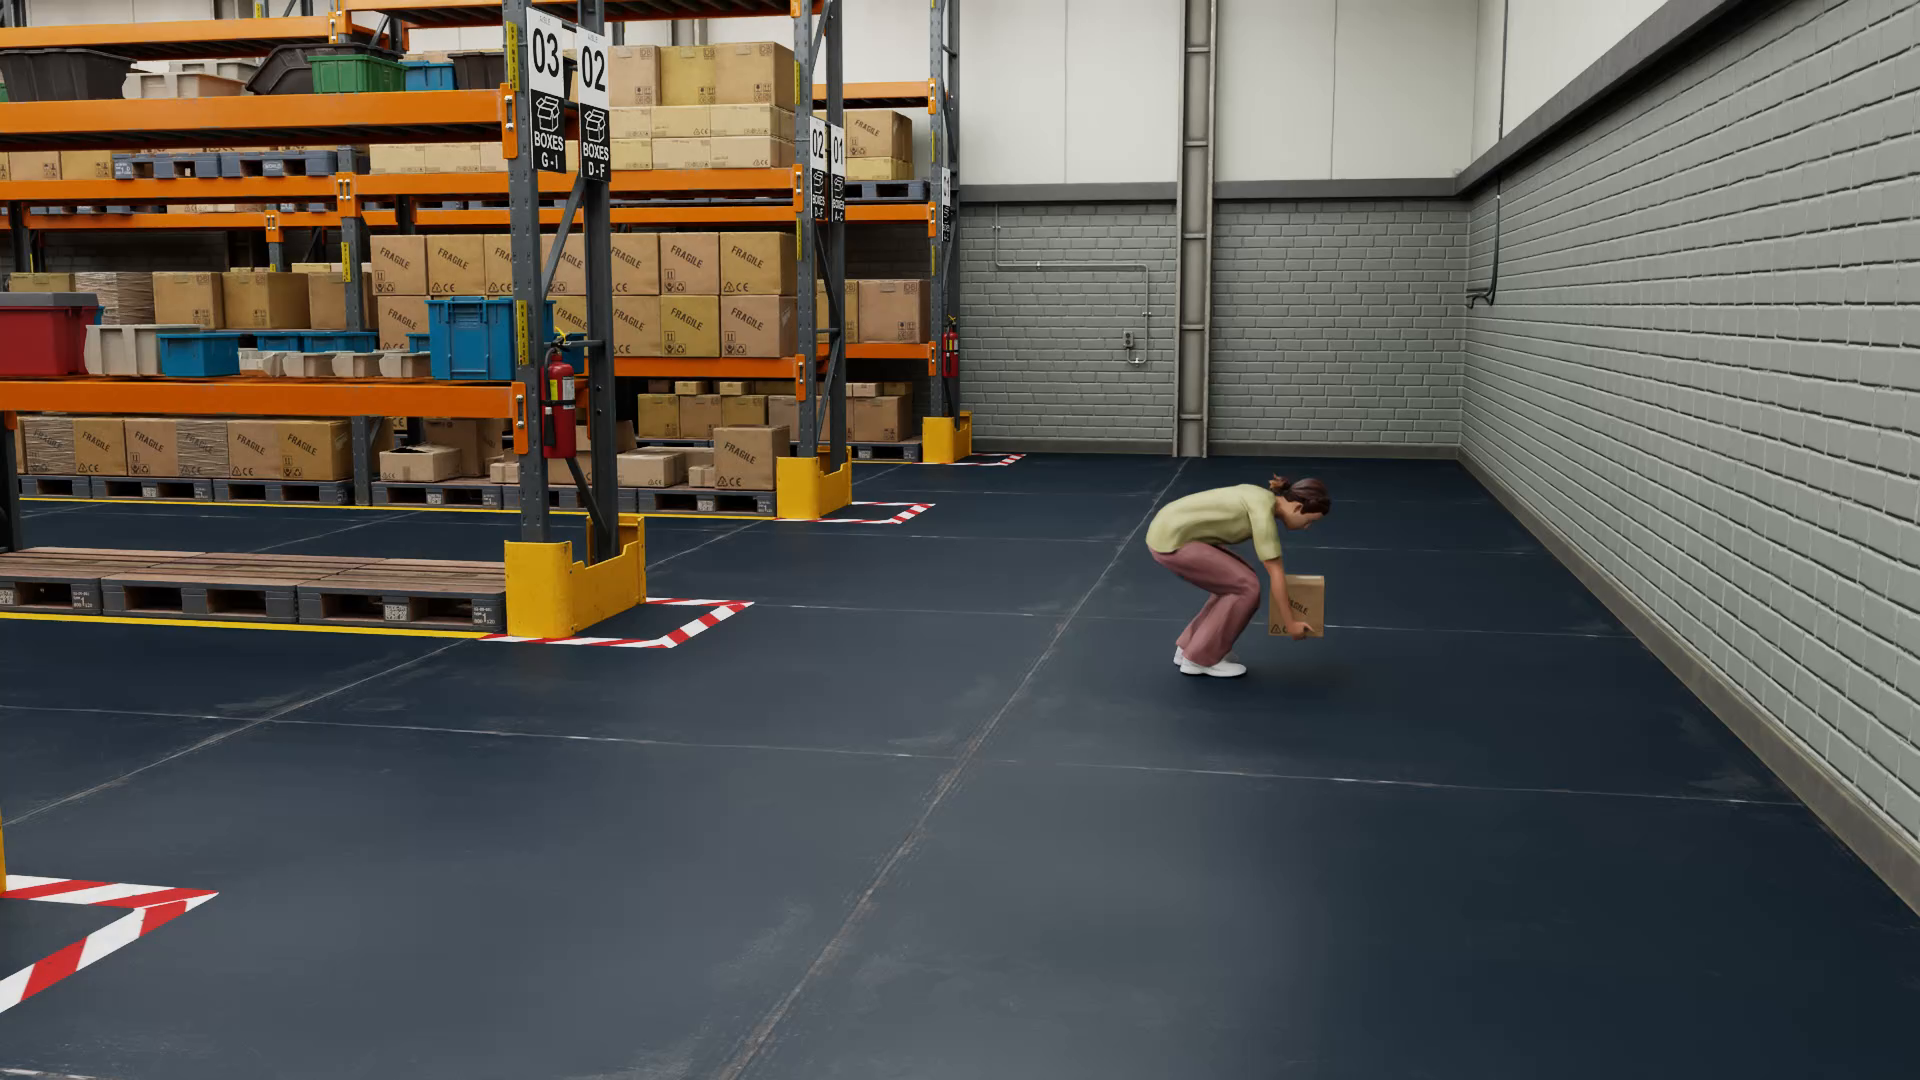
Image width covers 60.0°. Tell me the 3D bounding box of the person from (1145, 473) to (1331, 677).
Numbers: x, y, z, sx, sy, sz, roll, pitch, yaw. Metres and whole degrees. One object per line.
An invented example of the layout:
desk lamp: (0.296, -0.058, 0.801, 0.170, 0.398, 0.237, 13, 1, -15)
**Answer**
person: (1.302, 0.154, 7.828, 0.852, 0.950, 0.469, 1, 8, 9)
